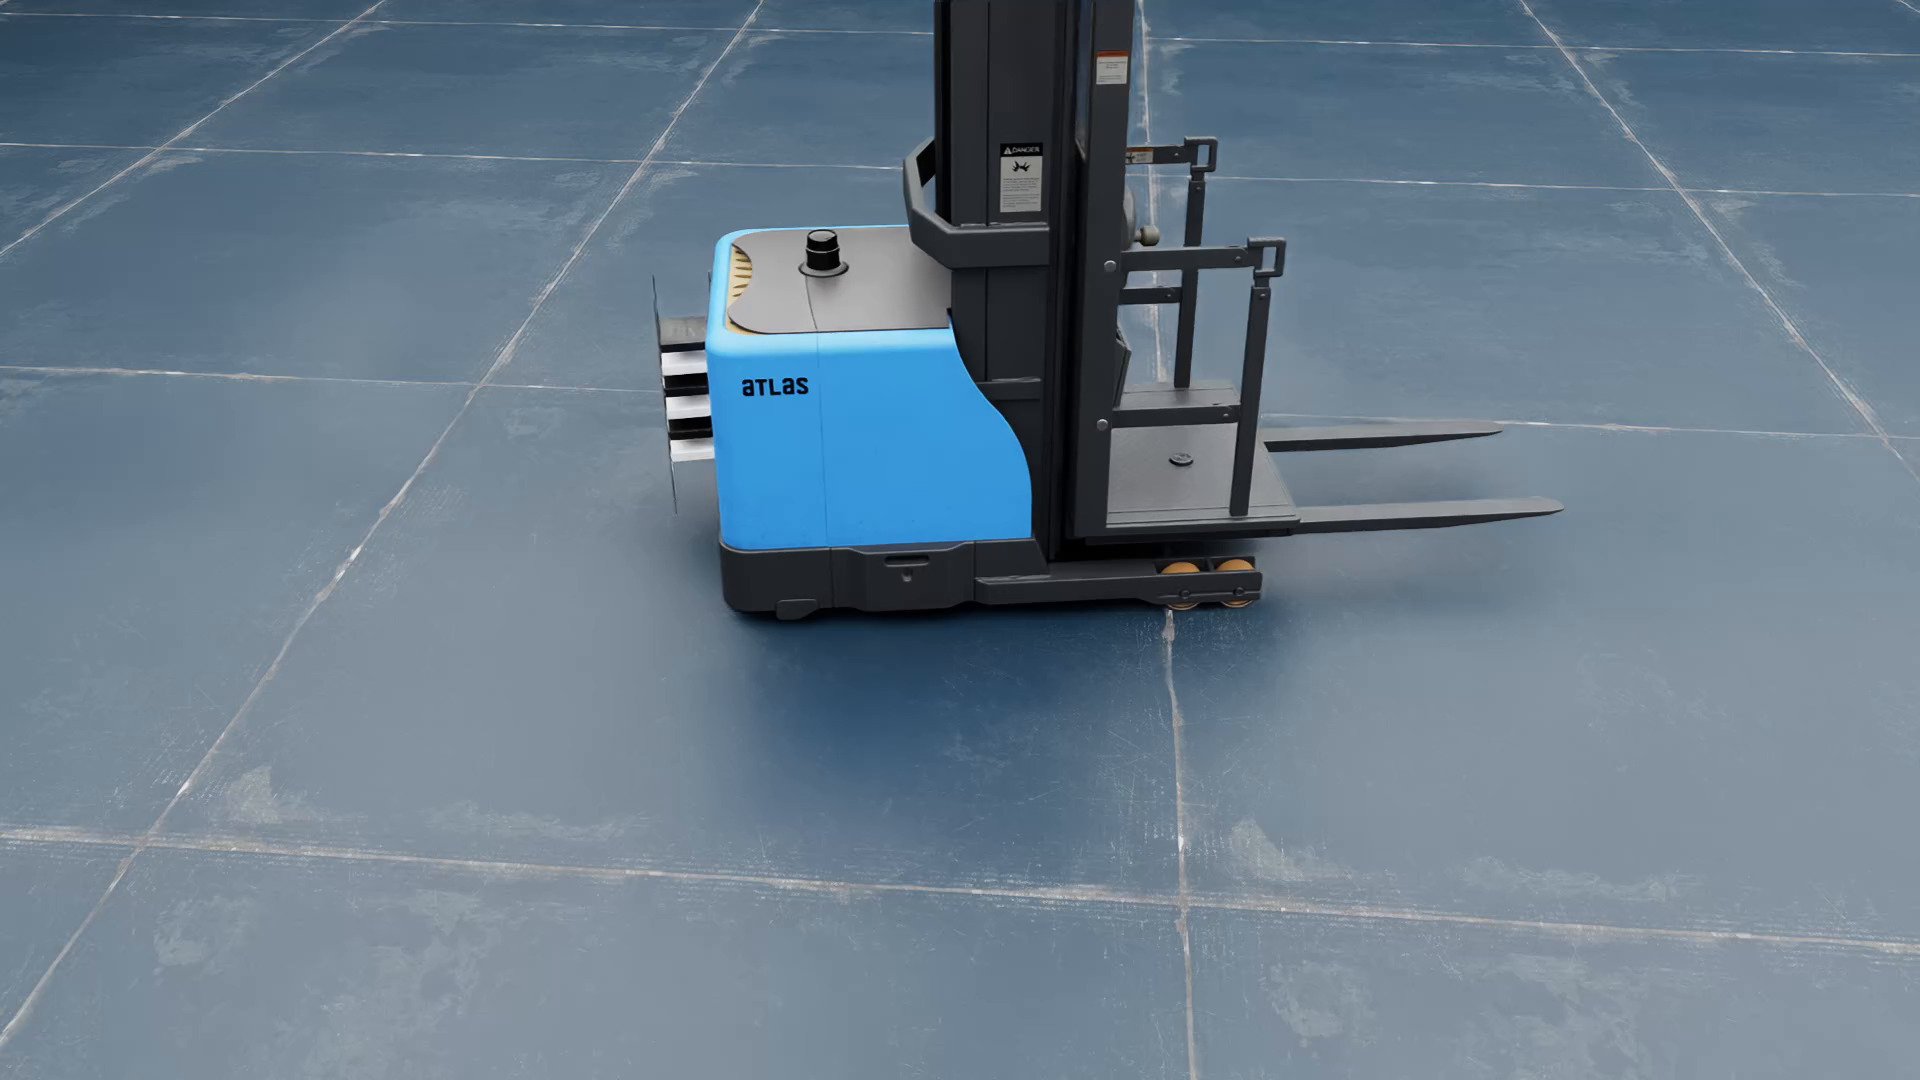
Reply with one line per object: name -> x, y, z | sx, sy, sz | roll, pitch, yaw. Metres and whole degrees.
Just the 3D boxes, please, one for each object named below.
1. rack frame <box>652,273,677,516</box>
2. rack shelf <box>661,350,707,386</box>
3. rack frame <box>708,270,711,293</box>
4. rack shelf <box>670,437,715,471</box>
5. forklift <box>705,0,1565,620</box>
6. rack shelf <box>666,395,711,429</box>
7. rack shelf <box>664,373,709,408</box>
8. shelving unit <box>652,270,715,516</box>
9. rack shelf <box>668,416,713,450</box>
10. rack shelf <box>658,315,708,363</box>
rack frame -> -1.112, -0.538, 6.266 | 0.006, 0.900, 0.240 | -5, 32, -8
rack shelf -> -1.011, -0.672, 6.203 | 0.200, 0.077, 0.258 | -5, 32, -8
rack frame -> -0.911, -0.556, 6.295 | 0.006, 0.900, 0.240 | -5, 32, -8
rack shelf -> -1.011, -0.366, 6.392 | 0.200, 0.077, 0.258 | -5, 32, -8
forklift -> 0.650, -1.277, 5.528 | 3.031, 2.935, 1.130 | -3, 32, -4
rack shelf -> -1.011, -0.519, 6.298 | 0.200, 0.077, 0.258 | -5, 32, -8
rack shelf -> -1.011, -0.595, 6.250 | 0.200, 0.077, 0.258 | -5, 32, -8
shelving unit -> -1.011, -0.547, 6.280 | 0.210, 0.900, 0.258 | -5, 32, -8
rack shelf -> -1.011, -0.442, 6.345 | 0.200, 0.077, 0.258 | -5, 32, -8
rack shelf -> -1.011, -0.749, 6.156 | 0.200, 0.077, 0.258 | -5, 32, -8
